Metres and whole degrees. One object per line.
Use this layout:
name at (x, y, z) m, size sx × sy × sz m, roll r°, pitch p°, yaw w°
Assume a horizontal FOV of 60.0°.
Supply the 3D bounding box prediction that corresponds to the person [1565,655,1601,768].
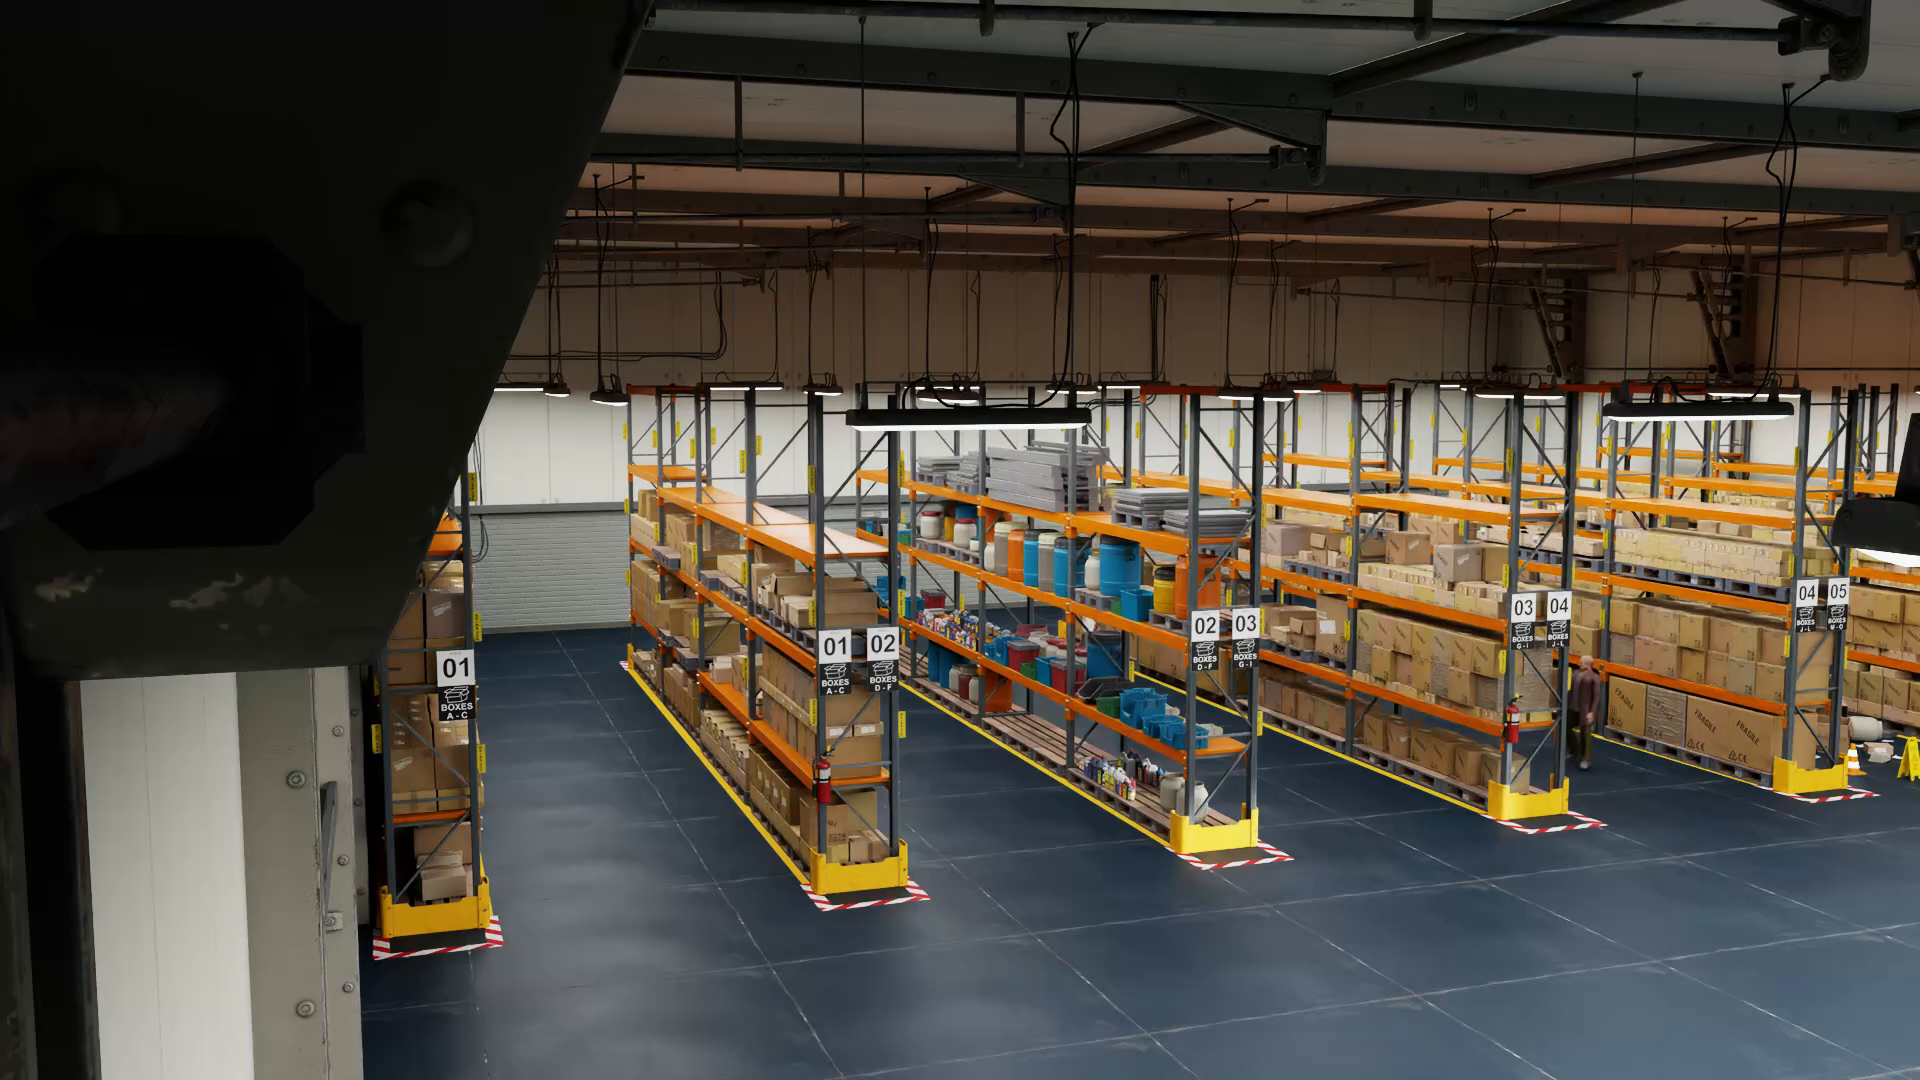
person at (9.866, 2.719, 26.486) m, size 0.473 × 1.808 × 0.672 m, roll -4°, pitch 7°, yaw -36°

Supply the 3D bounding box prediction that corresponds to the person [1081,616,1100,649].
person at (2.660, 1.899, 34.049) m, size 0.502 × 1.759 × 0.641 m, roll -1°, pitch 6°, yaw -10°
